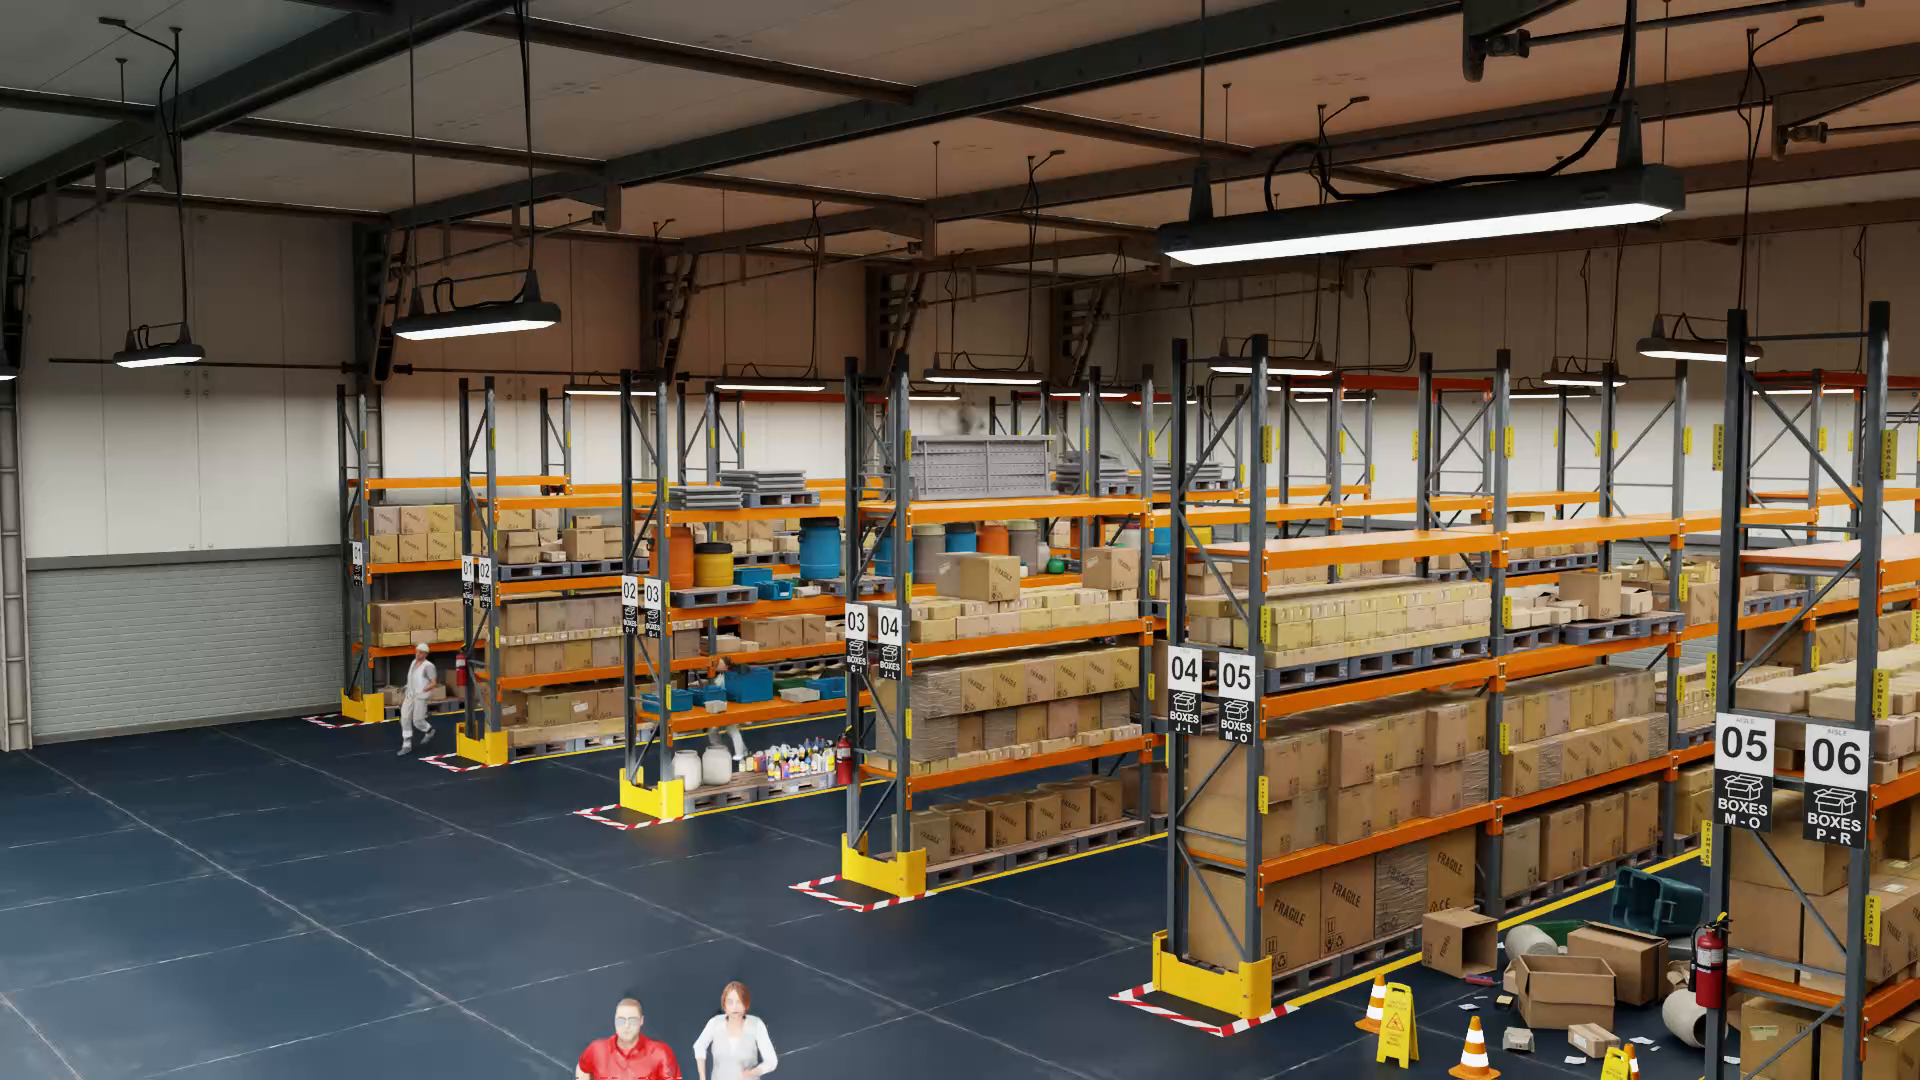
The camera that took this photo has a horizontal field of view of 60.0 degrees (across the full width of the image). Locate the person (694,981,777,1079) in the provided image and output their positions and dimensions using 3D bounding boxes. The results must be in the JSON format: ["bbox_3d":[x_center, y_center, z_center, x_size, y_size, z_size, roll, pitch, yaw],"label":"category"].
[{"bbox_3d":[-1.468,3.642,10.792,0.519,1.579,0.888,0,4,-7],"label":"person"}]

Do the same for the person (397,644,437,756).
[{"bbox_3d":[-8.659,2.537,26.719,0.704,1.771,0.812,2,4,25],"label":"person"}]

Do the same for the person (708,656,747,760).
[{"bbox_3d":[-3.598,2.649,25.734,0.555,1.720,0.753,3,5,40],"label":"person"}]

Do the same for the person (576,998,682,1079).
[{"bbox_3d":[-1.995,3.622,10.027,0.660,1.722,0.985,-1,4,-8],"label":"person"}]

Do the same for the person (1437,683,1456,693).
[{"bbox_3d":[6.763,2.763,23.294,0.740,1.739,0.670,-4,5,-43],"label":"person"}]
